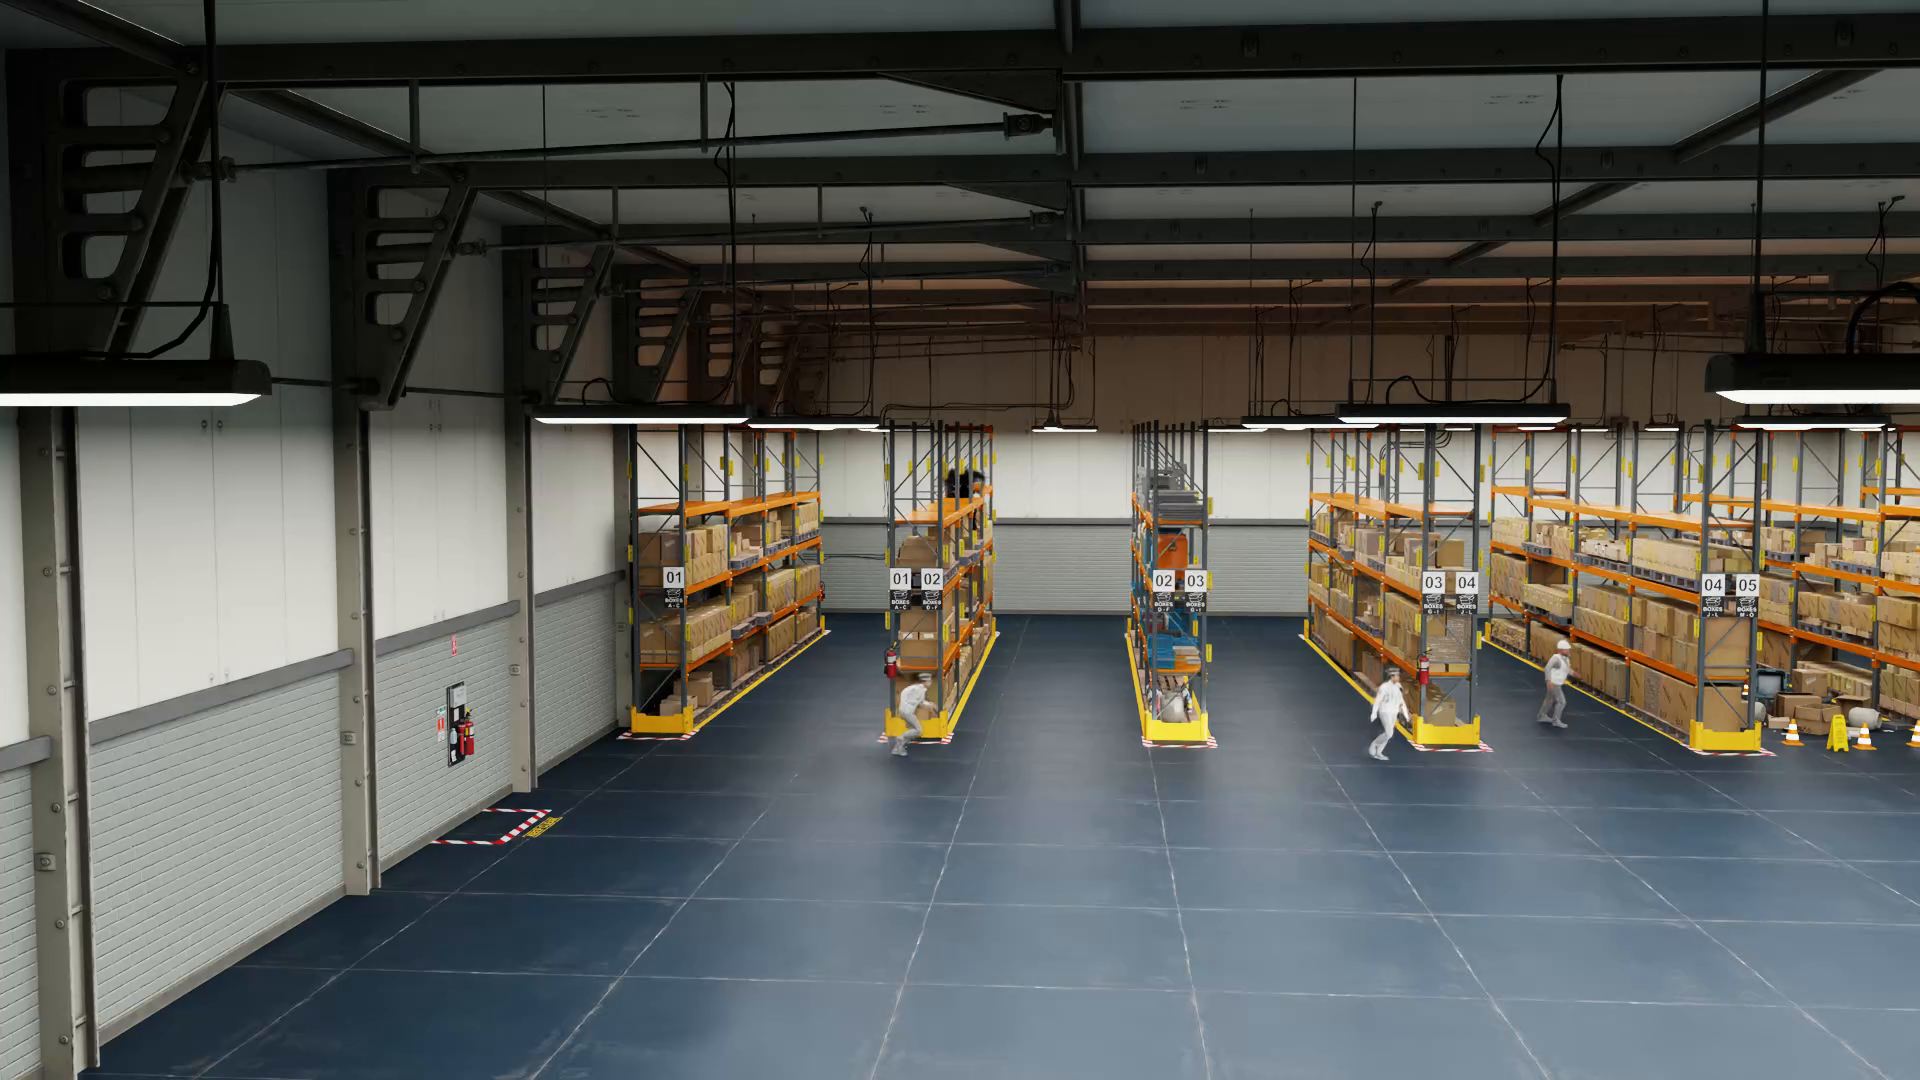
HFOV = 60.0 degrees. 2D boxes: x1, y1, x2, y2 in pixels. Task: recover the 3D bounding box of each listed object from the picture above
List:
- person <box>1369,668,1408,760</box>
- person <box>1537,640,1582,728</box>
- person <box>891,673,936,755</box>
[{"bbox_3d":[7.529,3.049,29.216,0.601,1.652,0.536,-2,4,-34],"label":"person"},{"bbox_3d":[11.765,2.807,32.706,0.865,1.711,0.666,3,4,36],"label":"person"},{"bbox_3d":[-0.841,3.108,29.550,0.806,1.494,0.645,1,4,14],"label":"person"}]
